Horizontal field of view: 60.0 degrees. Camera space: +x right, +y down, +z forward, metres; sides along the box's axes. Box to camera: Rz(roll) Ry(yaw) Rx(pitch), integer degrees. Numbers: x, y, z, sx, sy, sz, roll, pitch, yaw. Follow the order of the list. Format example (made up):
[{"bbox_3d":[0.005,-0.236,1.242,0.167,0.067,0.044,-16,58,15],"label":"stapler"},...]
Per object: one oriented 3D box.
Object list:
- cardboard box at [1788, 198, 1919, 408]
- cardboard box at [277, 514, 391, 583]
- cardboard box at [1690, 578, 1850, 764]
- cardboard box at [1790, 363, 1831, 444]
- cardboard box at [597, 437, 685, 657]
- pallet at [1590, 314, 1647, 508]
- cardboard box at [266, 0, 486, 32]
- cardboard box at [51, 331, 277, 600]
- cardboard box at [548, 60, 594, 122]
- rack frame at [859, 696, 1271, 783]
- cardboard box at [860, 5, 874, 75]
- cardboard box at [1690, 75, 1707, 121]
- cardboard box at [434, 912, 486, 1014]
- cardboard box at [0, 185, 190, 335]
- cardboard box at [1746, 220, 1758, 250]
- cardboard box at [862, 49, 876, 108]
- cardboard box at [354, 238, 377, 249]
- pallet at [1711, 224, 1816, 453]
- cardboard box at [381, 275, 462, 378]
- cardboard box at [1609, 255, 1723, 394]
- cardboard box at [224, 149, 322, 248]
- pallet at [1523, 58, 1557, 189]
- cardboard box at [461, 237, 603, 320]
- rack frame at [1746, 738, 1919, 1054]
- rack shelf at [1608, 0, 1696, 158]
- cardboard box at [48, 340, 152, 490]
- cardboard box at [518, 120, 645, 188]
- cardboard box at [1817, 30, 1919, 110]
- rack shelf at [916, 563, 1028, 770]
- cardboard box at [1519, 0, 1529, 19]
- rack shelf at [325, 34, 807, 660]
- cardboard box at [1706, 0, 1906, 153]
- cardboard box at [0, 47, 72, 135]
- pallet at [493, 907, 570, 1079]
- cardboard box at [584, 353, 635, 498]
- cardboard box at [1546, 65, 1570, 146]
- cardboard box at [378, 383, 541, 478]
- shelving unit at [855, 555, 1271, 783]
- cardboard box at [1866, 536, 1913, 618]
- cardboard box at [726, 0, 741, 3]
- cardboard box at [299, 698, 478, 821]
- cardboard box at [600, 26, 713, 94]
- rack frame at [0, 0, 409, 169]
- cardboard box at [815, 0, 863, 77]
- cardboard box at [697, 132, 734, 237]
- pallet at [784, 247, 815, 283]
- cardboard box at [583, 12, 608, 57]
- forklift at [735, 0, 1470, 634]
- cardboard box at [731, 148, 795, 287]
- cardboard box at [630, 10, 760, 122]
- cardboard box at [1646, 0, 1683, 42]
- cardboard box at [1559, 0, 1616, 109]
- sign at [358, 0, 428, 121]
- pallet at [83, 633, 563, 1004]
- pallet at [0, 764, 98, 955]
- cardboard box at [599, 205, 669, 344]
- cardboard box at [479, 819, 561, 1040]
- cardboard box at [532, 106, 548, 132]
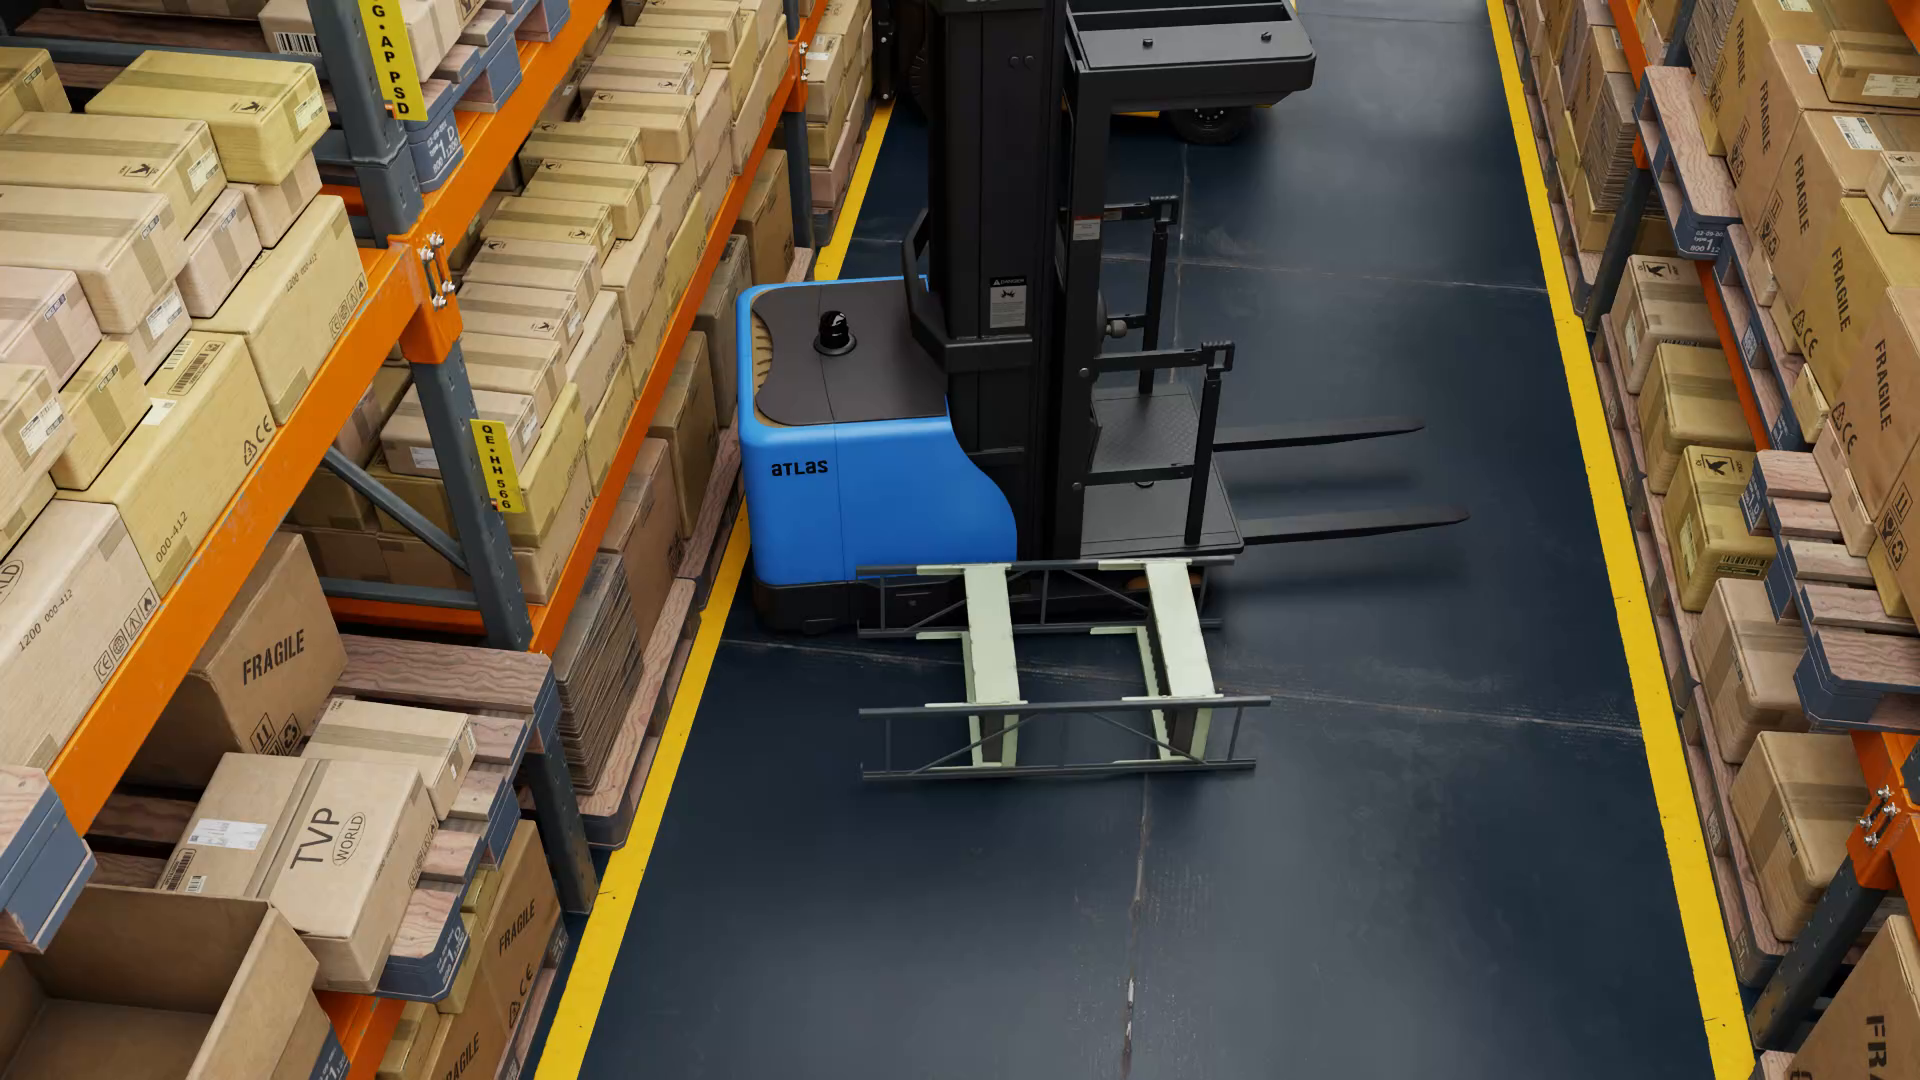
[{"bbox_3d":[3.033,-0.729,5.266,0.500,0.500,0.500,3,43,3],"label":"cardboard box"},{"bbox_3d":[-1.989,-0.123,5.330,0.500,0.250,0.500,4,44,5],"label":"cardboard box"},{"bbox_3d":[3.300,0.514,6.153,0.950,0.372,0.625,4,44,5],"label":"cardboard box"},{"bbox_3d":[2.952,-0.430,5.422,0.380,0.149,0.250,6,44,6],"label":"cardboard box"},{"bbox_3d":[-1.620,-0.008,6.521,0.875,0.625,0.625,7,44,7],"label":"cardboard box"},{"bbox_3d":[3.553,-0.582,7.734,1.003,0.211,1.213,5,44,6],"label":"pallet"},{"bbox_3d":[-1.458,-1.634,4.184,0.500,0.500,0.500,6,44,6],"label":"cardboard box"},{"bbox_3d":[-1.688,-0.168,3.196,0.500,0.250,0.500,5,44,6],"label":"cardboard box"},{"bbox_3d":[-1.743,-1.688,6.619,0.500,0.250,0.500,4,44,5],"label":"cardboard box"},{"bbox_3d":[0.381,0.739,6.158,1.500,0.400,0.023,-2,44,-4],"label":"rack frame"},{"bbox_3d":[-0.754,-2.896,9.480,0.500,0.250,0.500,5,44,5],"label":"cardboard box"},{"bbox_3d":[3.268,-1.839,6.910,0.380,0.149,0.250,6,44,6],"label":"cardboard box"},{"bbox_3d":[-1.614,1.220,4.843,0.380,0.149,0.250,3,44,3],"label":"cardboard box"},{"bbox_3d":[-1.671,-0.519,3.060,0.380,0.149,0.250,4,44,4],"label":"cardboard box"},{"bbox_3d":[3.155,-1.130,6.161,0.380,0.149,0.250,6,44,6],"label":"cardboard box"},{"bbox_3d":[-0.770,-2.727,9.665,0.500,0.250,0.500,6,44,6],"label":"cardboard box"},{"bbox_3d":[-1.971,-0.893,5.489,0.380,0.149,0.250,4,44,5],"label":"cardboard box"},{"bbox_3d":[3.347,-0.683,5.951,1.003,0.211,1.213,5,44,6],"label":"pallet"},{"bbox_3d":[-1.945,-0.655,5.528,0.500,0.250,0.500,6,44,6],"label":"cardboard box"},{"bbox_3d":[3.588,-0.966,7.717,0.950,0.372,0.625,6,44,6],"label":"cardboard box"},{"bbox_3d":[-1.603,-0.764,3.535,0.380,0.149,0.250,6,44,6],"label":"cardboard box"},{"bbox_3d":[3.867,-2.408,9.662,1.003,0.211,1.213,5,44,6],"label":"pallet"},{"bbox_3d":[-1.396,-0.849,5.443,0.380,0.149,0.250,6,44,6],"label":"cardboard box"},{"bbox_3d":[3.126,0.600,4.456,1.000,3.000,0.127,5,44,6],"label":"rack frame"},{"bbox_3d":[3.919,-3.227,9.022,1.077,0.370,4.000,5,44,6],"label":"rack shelf"},{"bbox_3d":[-1.706,-0.239,2.981,0.380,0.149,0.250,5,44,6],"label":"cardboard box"},{"bbox_3d":[-1.362,-1.377,6.000,0.380,0.149,0.250,5,44,6],"label":"cardboard box"},{"bbox_3d":[3.200,-1.620,5.735,0.380,0.149,0.250,8,44,8],"label":"cardboard box"},{"bbox_3d":[0.033,0.494,6.400,0.370,0.431,0.720,-2,44,-4],"label":"rack shelf"},{"bbox_3d":[3.803,-3.481,10.461,0.500,0.250,0.500,5,44,5],"label":"cardboard box"},{"bbox_3d":[-1.530,-0.950,6.617,1.077,0.370,4.000,5,44,6],"label":"rack shelf"},{"bbox_3d":[3.243,-1.788,6.384,0.500,0.500,0.500,5,44,6],"label":"cardboard box"},{"bbox_3d":[-2.118,-0.910,3.473,0.380,0.149,0.250,4,44,4],"label":"cardboard box"},{"bbox_3d":[-1.931,1.670,5.355,1.003,0.211,1.213,5,44,6],"label":"pallet"},{"bbox_3d":[-1.423,-0.416,5.639,0.500,0.250,0.500,4,44,5],"label":"cardboard box"},{"bbox_3d":[3.599,-2.417,9.338,0.500,0.250,0.500,6,44,6],"label":"cardboard box"},{"bbox_3d":[-1.461,-0.311,4.874,0.380,0.149,0.250,6,44,7],"label":"cardboard box"},{"bbox_3d":[0.358,0.485,6.420,1.500,0.431,0.755,-2,44,-4],"label":"shelving unit"},{"bbox_3d":[2.900,0.105,4.857,0.380,0.149,0.250,6,44,6],"label":"cardboard box"},{"bbox_3d":[-1.107,-2.416,7.097,0.380,0.149,0.250,5,44,5],"label":"cardboard box"},{"bbox_3d":[-1.501,0.573,4.363,0.380,0.149,0.250,6,44,6],"label":"cardboard box"},{"bbox_3d":[-1.192,-1.889,6.542,0.380,0.149,0.250,4,44,5],"label":"cardboard box"},{"bbox_3d":[-1.795,-2.027,2.868,1.000,3.000,0.127,5,44,6],"label":"rack frame"},{"bbox_3d":[-0.813,-2.740,8.952,0.500,0.250,0.500,5,44,6],"label":"cardboard box"},{"bbox_3d":[-1.230,-1.474,6.756,0.500,0.250,0.500,5,44,6],"label":"cardboard box"},{"bbox_3d":[-1.325,-1.056,8.234,1.003,0.211,1.213,5,44,6],"label":"pallet"},{"bbox_3d":[-1.660,-2.102,6.766,0.380,0.149,0.250,5,44,5],"label":"cardboard box"},{"bbox_3d":[0.622,-1.111,6.314,3.031,2.935,1.130,-4,44,-5],"label":"forklift"},{"bbox_3d":[-1.324,-1.508,8.105,0.875,0.625,0.625,7,44,7],"label":"cardboard box"},{"bbox_3d":[-1.138,-1.992,6.940,0.500,0.250,0.500,4,44,4],"label":"cardboard box"},{"bbox_3d":[3.467,-2.595,7.543,0.500,0.500,0.500,4,44,4],"label":"cardboard box"},{"bbox_3d":[3.599,-2.674,9.064,0.500,0.500,0.500,7,44,8],"label":"cardboard box"},{"bbox_3d":[-1.257,-1.074,3.668,0.100,0.325,0.005,5,44,6],"label":"sign"},{"bbox_3d":[-1.815,0.690,4.502,1.213,0.211,1.003,5,44,6],"label":"pallet"},{"bbox_3d":[-2.034,0.712,2.294,1.213,0.211,1.003,5,44,6],"label":"pallet"},{"bbox_3d":[-1.340,-0.952,5.841,0.500,0.250,0.500,4,44,4],"label":"cardboard box"},{"bbox_3d":[-1.638,1.215,5.320,0.500,0.500,0.500,6,44,7],"label":"cardboard box"},{"bbox_3d":[-1.773,-1.591,6.227,0.380,0.149,0.250,6,44,6],"label":"cardboard box"}]
